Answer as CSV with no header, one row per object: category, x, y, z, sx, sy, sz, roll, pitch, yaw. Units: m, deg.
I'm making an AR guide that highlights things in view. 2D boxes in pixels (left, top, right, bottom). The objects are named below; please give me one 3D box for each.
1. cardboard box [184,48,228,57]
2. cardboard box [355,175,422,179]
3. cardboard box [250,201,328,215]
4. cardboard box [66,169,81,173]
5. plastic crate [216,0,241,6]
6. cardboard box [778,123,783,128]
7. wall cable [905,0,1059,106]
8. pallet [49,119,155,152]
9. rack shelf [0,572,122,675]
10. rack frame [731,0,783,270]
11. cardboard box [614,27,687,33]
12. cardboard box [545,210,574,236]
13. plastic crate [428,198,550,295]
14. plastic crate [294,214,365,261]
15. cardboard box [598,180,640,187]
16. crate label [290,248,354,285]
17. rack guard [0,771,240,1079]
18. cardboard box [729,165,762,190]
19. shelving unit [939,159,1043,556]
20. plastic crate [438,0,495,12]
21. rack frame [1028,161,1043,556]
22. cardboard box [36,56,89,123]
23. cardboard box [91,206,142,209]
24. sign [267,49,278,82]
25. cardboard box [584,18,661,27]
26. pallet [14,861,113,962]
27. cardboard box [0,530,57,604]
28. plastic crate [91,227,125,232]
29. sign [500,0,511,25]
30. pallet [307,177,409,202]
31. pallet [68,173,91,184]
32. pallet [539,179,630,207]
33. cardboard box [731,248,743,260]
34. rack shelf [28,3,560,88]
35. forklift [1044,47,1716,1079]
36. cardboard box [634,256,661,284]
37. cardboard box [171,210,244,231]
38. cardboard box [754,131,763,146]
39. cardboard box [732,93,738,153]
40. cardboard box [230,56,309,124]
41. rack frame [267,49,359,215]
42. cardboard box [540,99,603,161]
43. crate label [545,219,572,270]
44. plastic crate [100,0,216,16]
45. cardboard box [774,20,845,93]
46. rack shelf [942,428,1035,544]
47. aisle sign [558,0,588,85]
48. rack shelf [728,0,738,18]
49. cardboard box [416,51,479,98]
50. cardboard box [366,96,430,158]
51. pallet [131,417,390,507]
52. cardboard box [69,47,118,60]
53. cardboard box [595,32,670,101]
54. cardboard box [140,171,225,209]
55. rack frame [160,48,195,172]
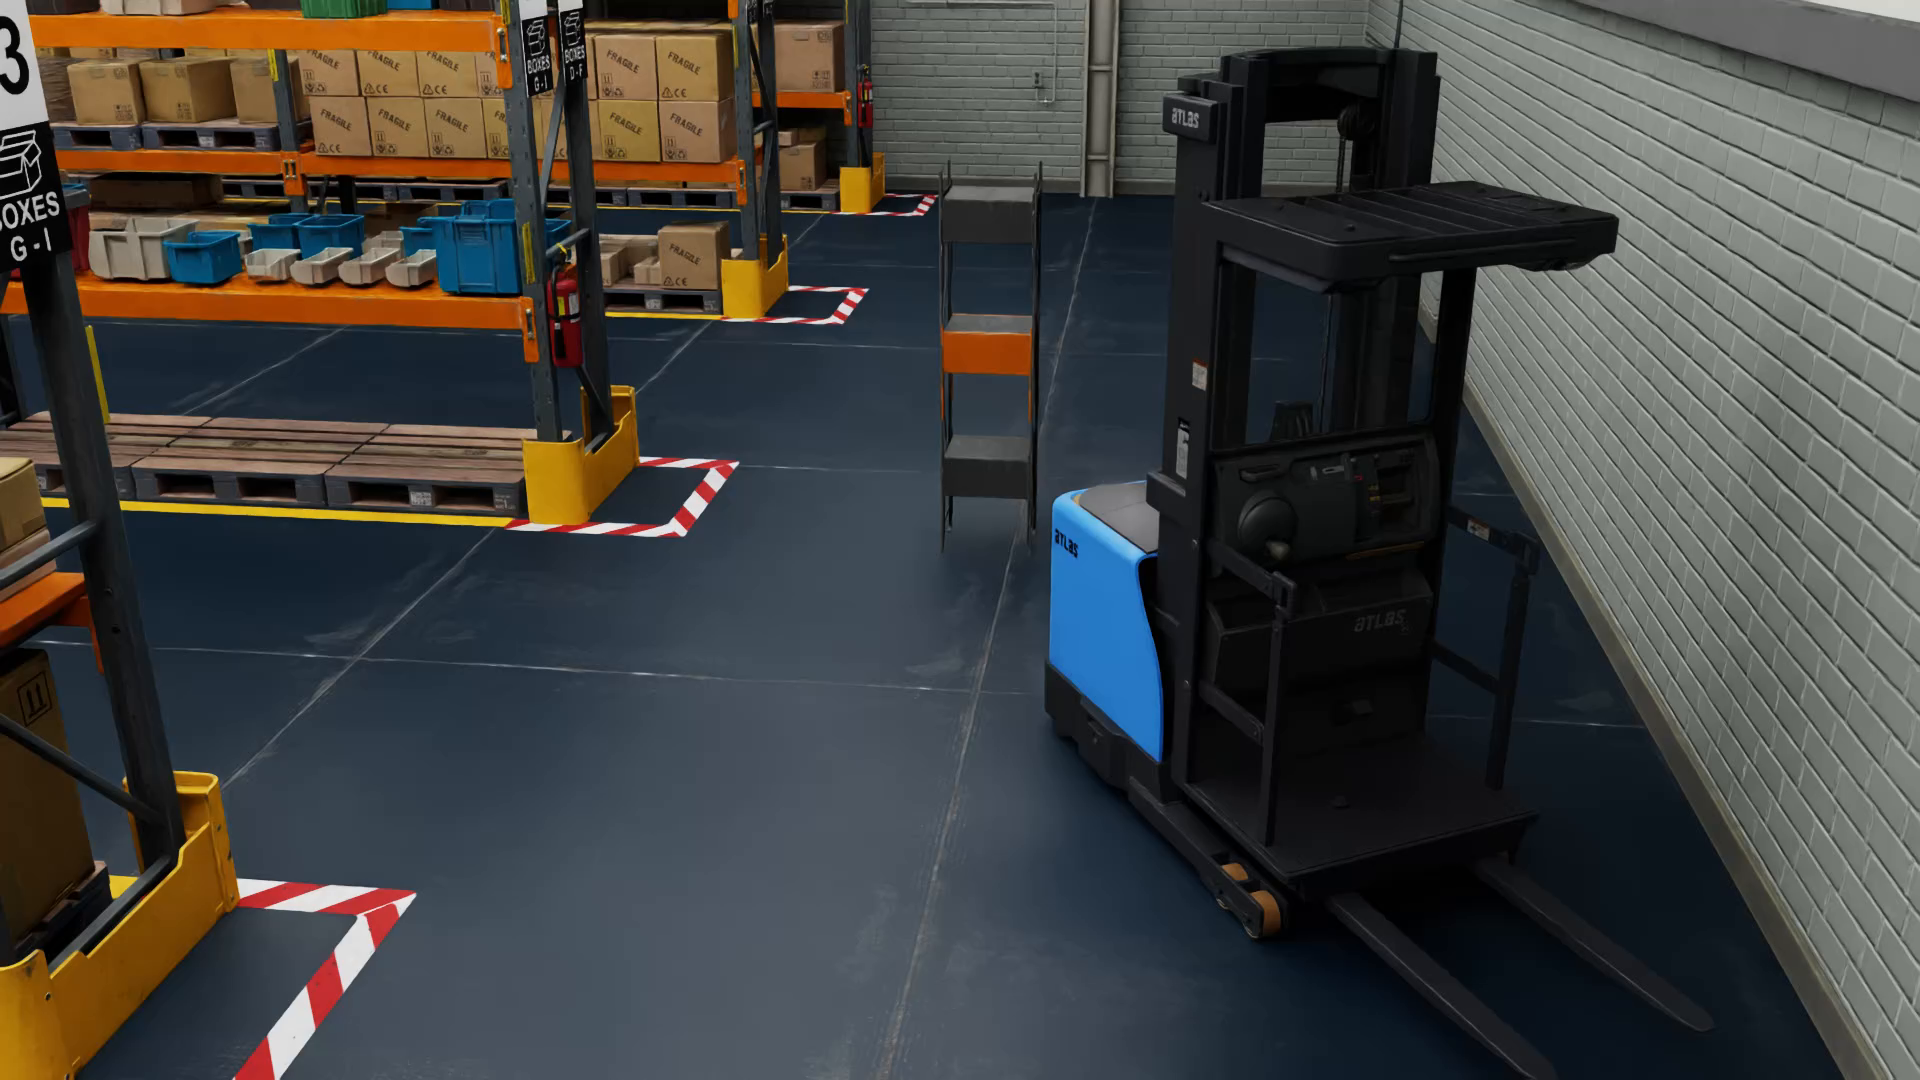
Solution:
cardboard box,-8.639,-5.737,19.303,0.500,0.500,0.500,3,22,8
cardboard box,-6.663,-4.698,19.595,0.750,0.750,0.750,3,22,8
cardboard box,-6.150,-2.827,15.313,0.500,0.500,0.500,2,22,4
cardboard box,-10.807,-4.787,20.270,0.500,0.500,0.700,2,22,6
plastic crate,-4.477,-3.242,9.642,0.530,0.282,0.437,2,22,6
cardboard box,-2.209,-4.728,19.266,0.250,0.149,0.380,3,22,6
wall cable,0.236,-6.073,19.340,1.851,1.984,0.084,2,22,6
pallet,-7.739,-3.677,14.921,1.213,0.211,1.003,2,22,6
rack shelf,-4.882,0.363,5.421,4.000,0.370,1.077,2,22,6
rack frame,-1.726,-3.502,14.218,0.127,3.000,1.000,2,22,6
cardboard box,-2.656,-4.149,14.358,0.500,0.500,0.500,3,22,7
cardboard box,-3.832,-2.639,14.833,0.637,0.503,0.797,2,22,6
plastic crate,-2.667,-1.684,9.491,0.499,0.435,0.616,2,22,6
plastic crate,-3.827,-1.832,10.139,0.300,0.233,0.416,2,22,6
cardboard box,-3.890,-4.424,19.379,0.500,0.500,0.700,2,22,6
crate label,-3.709,-1.589,9.657,0.243,0.136,0.396,2,22,6
rack guard,-2.872,1.278,5.527,0.348,0.500,1.175,2,22,6
cardboard box,-2.351,-4.359,19.215,0.500,0.500,0.700,2,22,6
shelving unit,0.164,-0.969,9.036,0.503,2.100,0.431,2,22,6
plastic crate,-2.662,-3.146,9.416,0.590,0.269,0.497,2,22,6
rack frame,0.407,-0.959,9.009,0.015,2.100,0.400,2,22,6
cardboard box,-8.146,-3.995,14.757,0.500,0.500,0.700,7,23,16
cardboard box,-7.678,-2.893,15.478,0.500,0.500,0.500,2,22,4
sign,-5.760,-4.011,13.930,0.005,0.325,0.100,2,22,6
cardboard box,-3.858,-5.560,19.017,0.700,0.700,0.980,2,22,5
pallet,-3.699,1.405,5.598,1.213,0.211,1.003,2,22,6
cardboard box,-3.209,0.096,5.460,0.250,0.149,0.380,3,22,7
plastic crate,-5.142,-1.816,10.247,0.590,0.125,0.437,2,22,6
sign,-2.361,-2.839,8.602,0.005,0.325,0.100,2,22,6
pallet,-7.109,-4.245,19.890,1.213,0.211,1.003,2,22,6
pallet,-11.075,-4.448,20.404,1.213,0.211,1.003,2,22,6
pallet,-4.373,-4.126,19.588,1.213,0.211,1.003,2,22,6
cardboard box,-2.102,-2.525,15.025,0.250,0.149,0.380,2,22,6
rack shelf,-4.299,-2.841,9.444,4.000,0.370,1.077,2,22,6
forklift,1.413,-0.133,5.791,1.130,2.935,3.031,-9,23,-21
cardboard box,-2.687,-2.373,14.618,0.250,0.166,0.380,2,22,6
cardboard box,-6.712,-2.659,14.886,0.500,0.500,0.500,3,22,6
cardboard box,-2.257,-4.589,18.914,0.250,0.149,0.380,3,22,8
cardboard box,-2.136,-3.664,14.492,0.500,0.500,0.500,3,22,7
cardboard box,-6.142,-4.019,14.819,0.500,0.500,0.700,-5,22,-12
rack frame,-5.698,-3.675,14.656,0.127,3.000,1.000,2,22,6
cardboard box,-3.213,-3.513,14.111,0.500,0.500,0.500,3,22,7
crate label,-2.519,-1.775,9.995,0.303,0.233,0.416,2,22,6
plastic crate,-4.394,-2.965,9.138,0.530,0.136,0.437,2,22,6
cardboard box,-1.655,-5.469,18.785,0.700,0.700,0.980,3,22,9
rack shelf,0.164,-0.306,9.298,0.480,0.518,0.431,2,22,6
aisle sign,-2.206,-3.008,9.433,0.004,0.787,0.394,2,22,6
rack shelf,-3.712,-4.649,14.018,4.000,0.370,1.077,2,22,6
cardboard box,-4.241,-4.019,14.030,0.500,0.500,0.500,2,22,5
cardboard box,-4.715,-3.579,14.277,0.500,0.500,0.500,3,22,7
pallet,-4.335,-0.501,10.419,1.213,0.211,1.003,2,22,6
cardboard box,-10.117,-5.939,19.648,0.500,0.500,0.700,0,22,1
cardboard box,-2.702,-3.954,13.865,0.500,0.500,0.500,3,22,8
cardboard box,-7.143,-3.219,15.284,0.500,0.250,0.500,3,22,6
rack frame,-9.091,-5.657,19.669,0.127,3.000,1.000,2,22,6
